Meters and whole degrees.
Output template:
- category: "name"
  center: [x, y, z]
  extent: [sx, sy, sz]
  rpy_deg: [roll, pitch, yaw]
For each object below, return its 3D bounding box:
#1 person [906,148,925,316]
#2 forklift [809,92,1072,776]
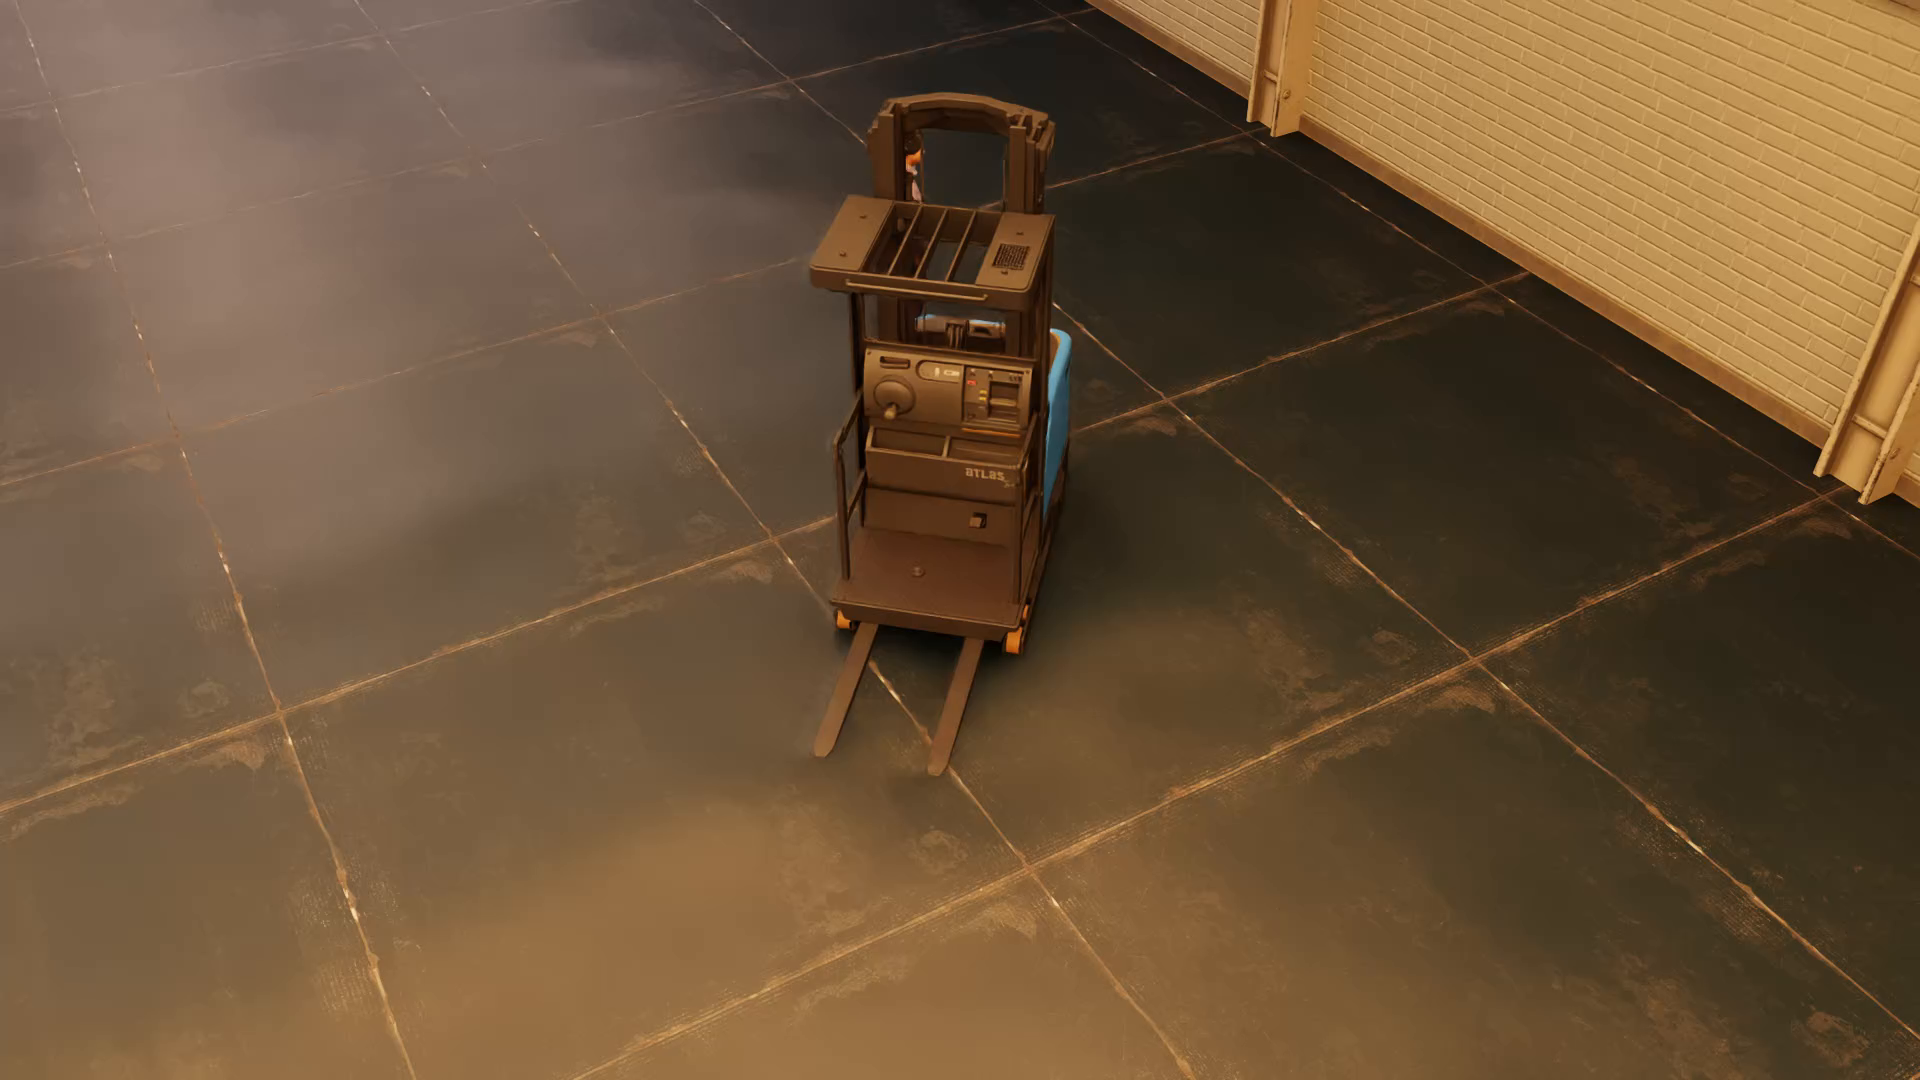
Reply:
- category: "person"
  center: [-0.399, -2.057, 11.521]
  extent: [0.369, 1.650, 0.555]
  rpy_deg: [-9, 41, -11]
- category: "forklift"
  center: [-0.112, -0.736, 8.924]
  extent: [1.130, 2.935, 3.031]
  rpy_deg: [8, 40, 9]
